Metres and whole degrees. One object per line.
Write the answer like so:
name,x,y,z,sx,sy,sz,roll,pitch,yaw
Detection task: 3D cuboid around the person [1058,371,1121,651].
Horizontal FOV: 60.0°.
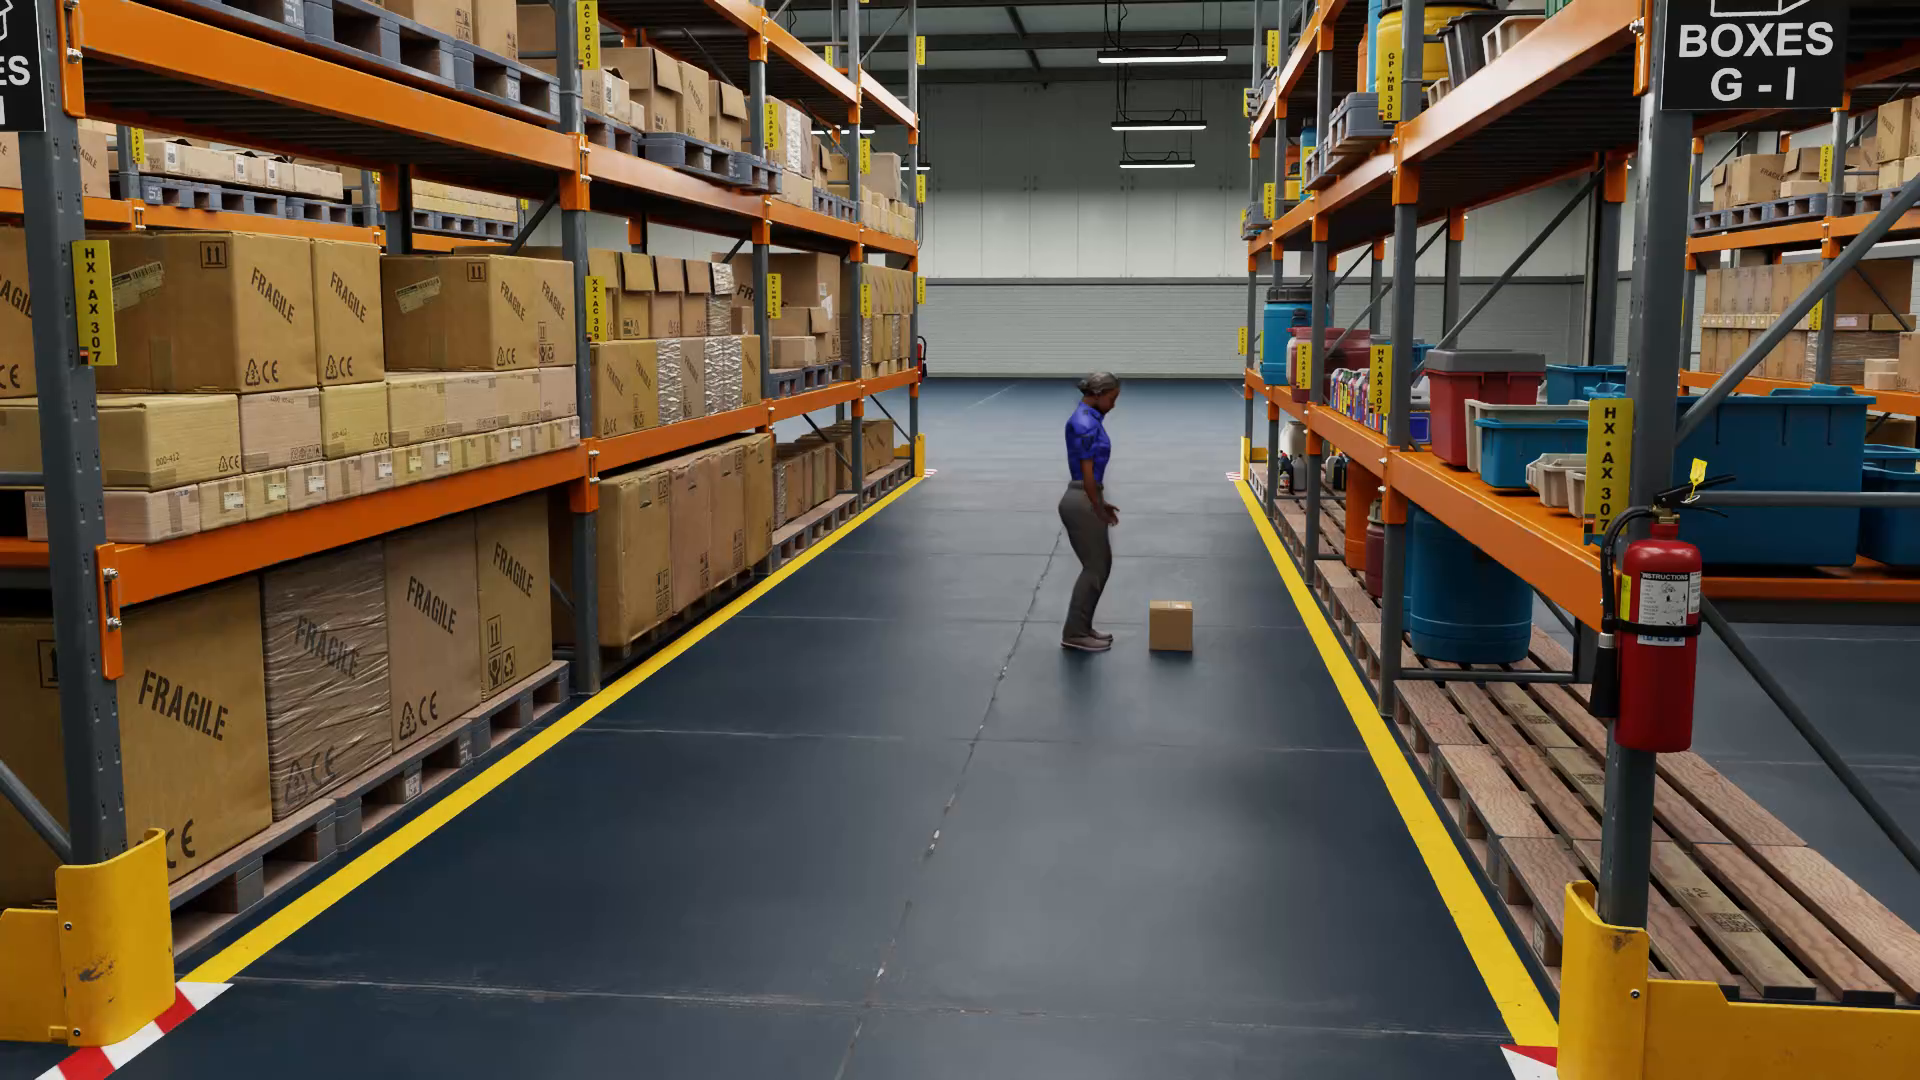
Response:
person,0.764,-0.178,9.806,0.354,1.626,0.450,1,8,8
